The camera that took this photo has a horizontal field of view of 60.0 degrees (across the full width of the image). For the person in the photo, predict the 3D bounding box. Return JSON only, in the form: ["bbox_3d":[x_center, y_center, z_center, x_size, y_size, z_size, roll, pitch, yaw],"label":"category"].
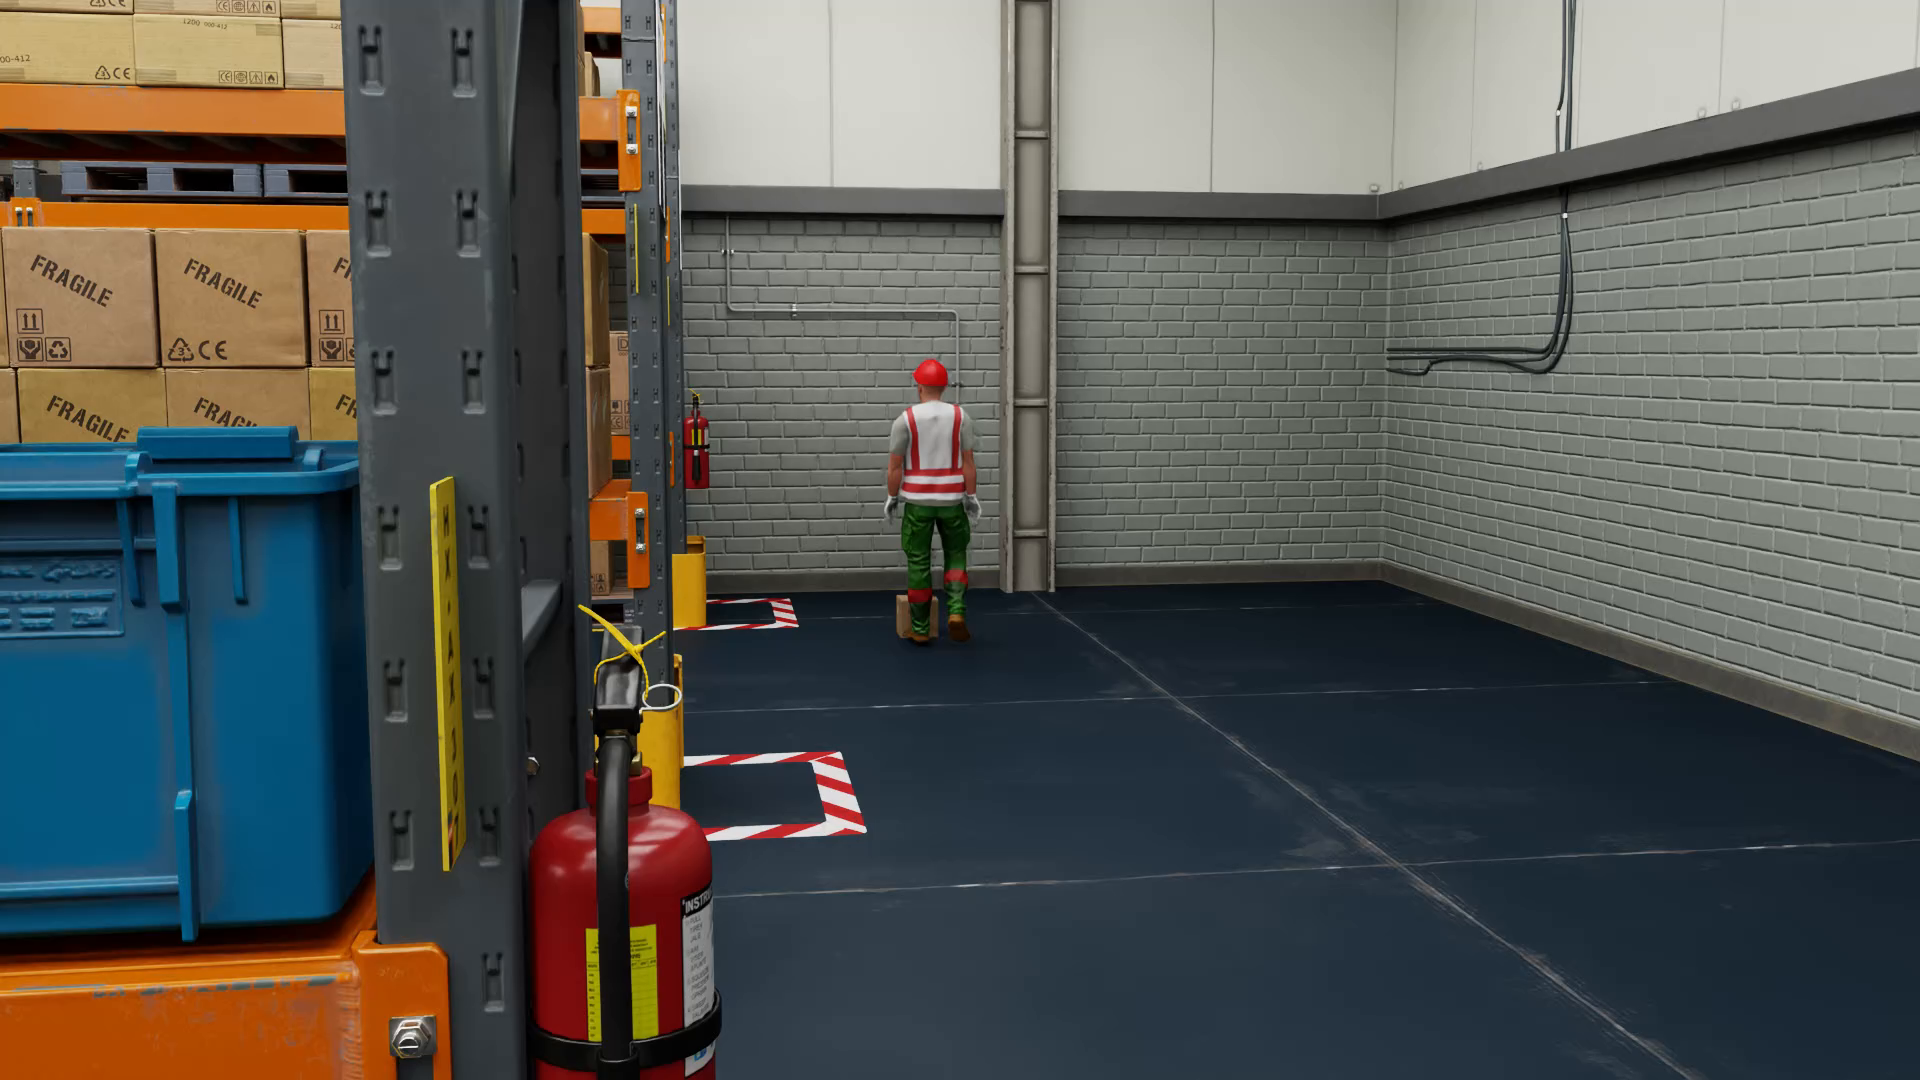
[{"bbox_3d":[-0.177,-0.241,10.512,0.598,1.798,0.496,-1,7,-10],"label":"person"}]
